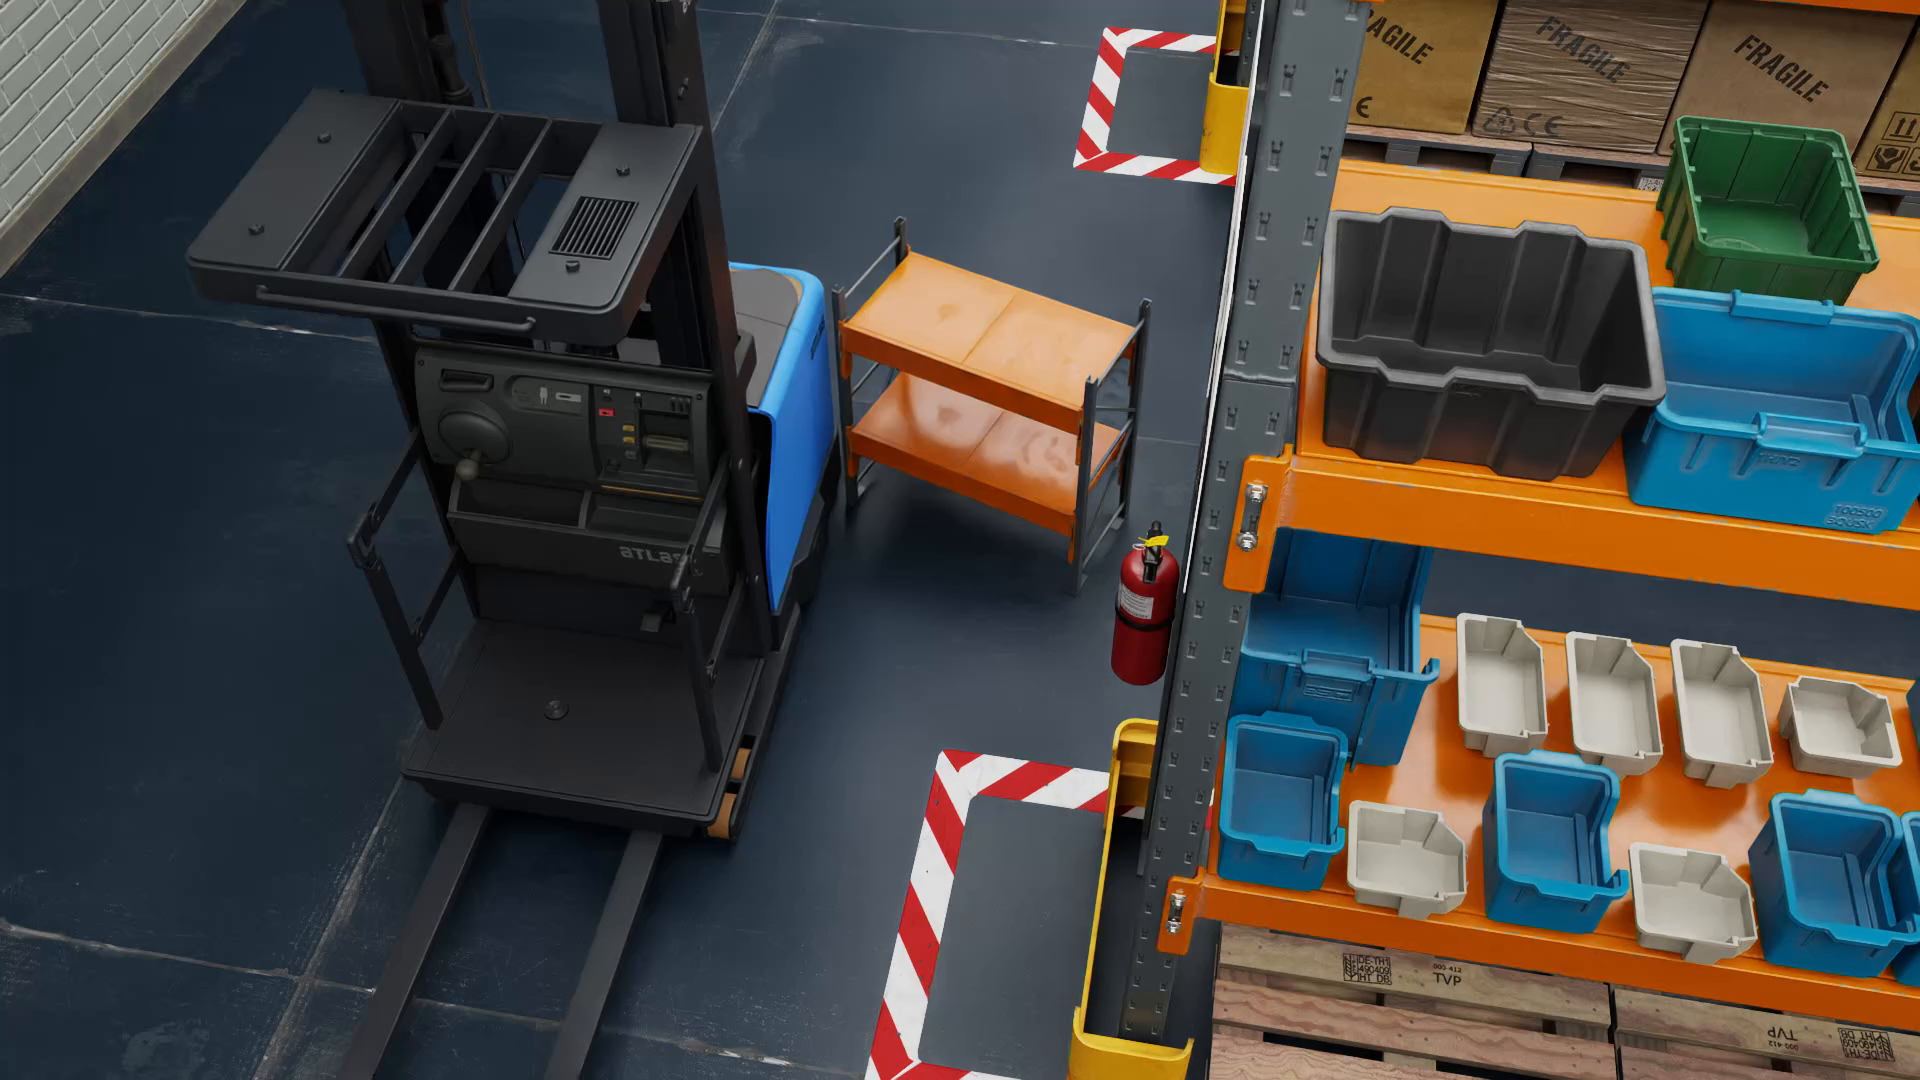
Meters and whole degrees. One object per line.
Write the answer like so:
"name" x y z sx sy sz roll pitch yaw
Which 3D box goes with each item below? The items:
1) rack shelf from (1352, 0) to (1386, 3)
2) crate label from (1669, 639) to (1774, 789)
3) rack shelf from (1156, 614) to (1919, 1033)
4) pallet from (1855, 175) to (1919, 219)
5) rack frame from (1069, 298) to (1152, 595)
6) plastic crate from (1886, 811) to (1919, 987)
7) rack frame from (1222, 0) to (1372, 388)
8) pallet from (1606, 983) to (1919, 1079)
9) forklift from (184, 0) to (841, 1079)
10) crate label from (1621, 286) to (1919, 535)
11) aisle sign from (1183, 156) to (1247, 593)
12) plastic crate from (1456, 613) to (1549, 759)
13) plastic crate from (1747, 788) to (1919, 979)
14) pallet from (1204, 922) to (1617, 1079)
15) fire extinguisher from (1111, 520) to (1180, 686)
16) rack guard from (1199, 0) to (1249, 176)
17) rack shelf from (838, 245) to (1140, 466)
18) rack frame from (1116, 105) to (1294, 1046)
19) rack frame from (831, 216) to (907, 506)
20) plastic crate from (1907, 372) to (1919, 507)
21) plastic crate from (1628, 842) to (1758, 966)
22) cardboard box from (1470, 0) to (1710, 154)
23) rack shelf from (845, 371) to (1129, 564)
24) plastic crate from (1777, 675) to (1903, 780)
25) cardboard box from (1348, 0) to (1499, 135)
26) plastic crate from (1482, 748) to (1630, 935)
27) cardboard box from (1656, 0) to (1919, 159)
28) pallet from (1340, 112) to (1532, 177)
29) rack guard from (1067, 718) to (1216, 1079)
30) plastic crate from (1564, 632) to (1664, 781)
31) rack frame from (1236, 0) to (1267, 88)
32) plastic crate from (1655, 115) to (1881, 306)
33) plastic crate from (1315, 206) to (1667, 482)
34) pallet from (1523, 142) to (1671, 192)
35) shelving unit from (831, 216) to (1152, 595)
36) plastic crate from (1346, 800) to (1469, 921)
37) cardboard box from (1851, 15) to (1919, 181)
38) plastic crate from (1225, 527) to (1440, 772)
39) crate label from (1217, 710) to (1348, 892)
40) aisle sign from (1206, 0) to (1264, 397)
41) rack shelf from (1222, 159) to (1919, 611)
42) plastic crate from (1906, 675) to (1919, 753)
"rack shelf" 2.584 -1.006 2.328 4.000 0.370 1.077 8 49 7
"crate label" 2.011 0.472 4.418 0.243 0.136 0.396 8 49 7
"rack shelf" 2.584 0.866 4.411 4.000 0.370 1.077 8 49 7
"pallet" 4.698 -1.961 8.342 1.213 0.211 1.003 8 49 7
"rack frame" 0.560 -0.327 6.260 0.032 1.125 0.500 22 52 18
"plastic crate" 2.391 0.884 3.983 0.300 0.233 0.416 8 49 7
"rack frame" 0.616 -1.644 2.150 0.127 3.000 1.000 8 49 7
"pallet" 2.617 1.593 5.148 1.213 0.211 1.003 8 49 7
"forklift" -1.256 -0.243 4.970 1.130 2.935 3.031 8 49 7
"crate label" 1.466 -0.234 2.999 0.502 0.251 0.408 8 49 7
"aisle sign" 0.492 -0.300 3.227 0.004 0.787 0.394 8 49 7
"plastic crate" 1.450 0.404 4.479 0.243 0.136 0.396 8 49 7
"plastic crate" 2.096 0.844 4.019 0.300 0.233 0.416 8 49 7
"pallet" 1.420 1.430 5.295 1.213 0.211 1.003 8 49 7
"fire extinguisher" 0.548 0.159 4.866 0.183 0.674 0.296 8 49 7
"rack guard" 1.473 -2.432 8.571 0.348 0.500 1.175 8 49 7
"rack shelf" 0.113 -0.702 6.203 1.000 0.278 0.538 22 52 18
"rack frame" 0.616 0.361 4.381 0.127 3.000 1.000 8 49 7
"rack frame" -0.335 -0.686 6.582 0.032 1.125 0.500 22 52 18
"plastic crate" 2.070 -0.218 2.926 0.767 0.338 0.504 8 49 7
"plastic crate" 1.769 0.895 4.038 0.298 0.136 0.250 8 49 7
"cardboard box" 3.036 -2.548 8.141 0.875 0.875 0.875 8 49 7
"rack shelf" 0.113 -0.343 6.603 1.000 0.278 0.538 22 52 18
"plastic crate" 2.306 0.498 4.395 0.250 0.136 0.298 8 49 7
"cardboard box" 2.141 -2.669 8.250 0.875 0.875 0.875 8 49 7
"plastic crate" 1.448 0.757 4.097 0.300 0.233 0.416 8 49 7
"cardboard box" 3.912 -2.431 8.036 0.875 0.875 0.875 8 49 7
"pallet" 2.297 -2.284 8.633 1.213 0.211 1.003 8 49 7
"rack guard" 0.590 1.203 5.305 0.348 0.500 1.175 8 49 7
"plastic crate" 1.733 0.453 4.435 0.243 0.136 0.396 8 49 7
"rack frame" 1.497 -3.265 7.639 0.127 3.000 1.000 8 49 7
"plastic crate" 1.637 -0.650 3.415 0.336 0.188 0.450 8 49 7
"plastic crate" 0.945 -0.343 3.085 0.590 0.269 0.497 8 49 7
"pallet" 3.494 -2.121 8.486 1.213 0.211 1.003 8 49 7
"shelving unit" 0.113 -0.507 6.421 1.048 1.125 0.538 22 52 18
"plastic crate" 1.101 0.806 4.119 0.298 0.136 0.250 8 49 7
"cardboard box" 4.798 -2.312 7.929 0.875 0.875 0.875 8 49 7
"plastic crate" 0.978 0.236 4.429 0.499 0.435 0.616 8 49 7
"crate label" 0.800 0.670 4.175 0.303 0.233 0.416 8 49 7
"aisle sign" 0.597 -0.732 3.615 0.004 0.787 0.394 8 49 7
"rack shelf" 2.584 -0.137 3.295 4.000 0.370 1.077 8 49 7
"plastic crate" 2.682 0.481 4.346 0.300 0.233 0.416 8 49 7
